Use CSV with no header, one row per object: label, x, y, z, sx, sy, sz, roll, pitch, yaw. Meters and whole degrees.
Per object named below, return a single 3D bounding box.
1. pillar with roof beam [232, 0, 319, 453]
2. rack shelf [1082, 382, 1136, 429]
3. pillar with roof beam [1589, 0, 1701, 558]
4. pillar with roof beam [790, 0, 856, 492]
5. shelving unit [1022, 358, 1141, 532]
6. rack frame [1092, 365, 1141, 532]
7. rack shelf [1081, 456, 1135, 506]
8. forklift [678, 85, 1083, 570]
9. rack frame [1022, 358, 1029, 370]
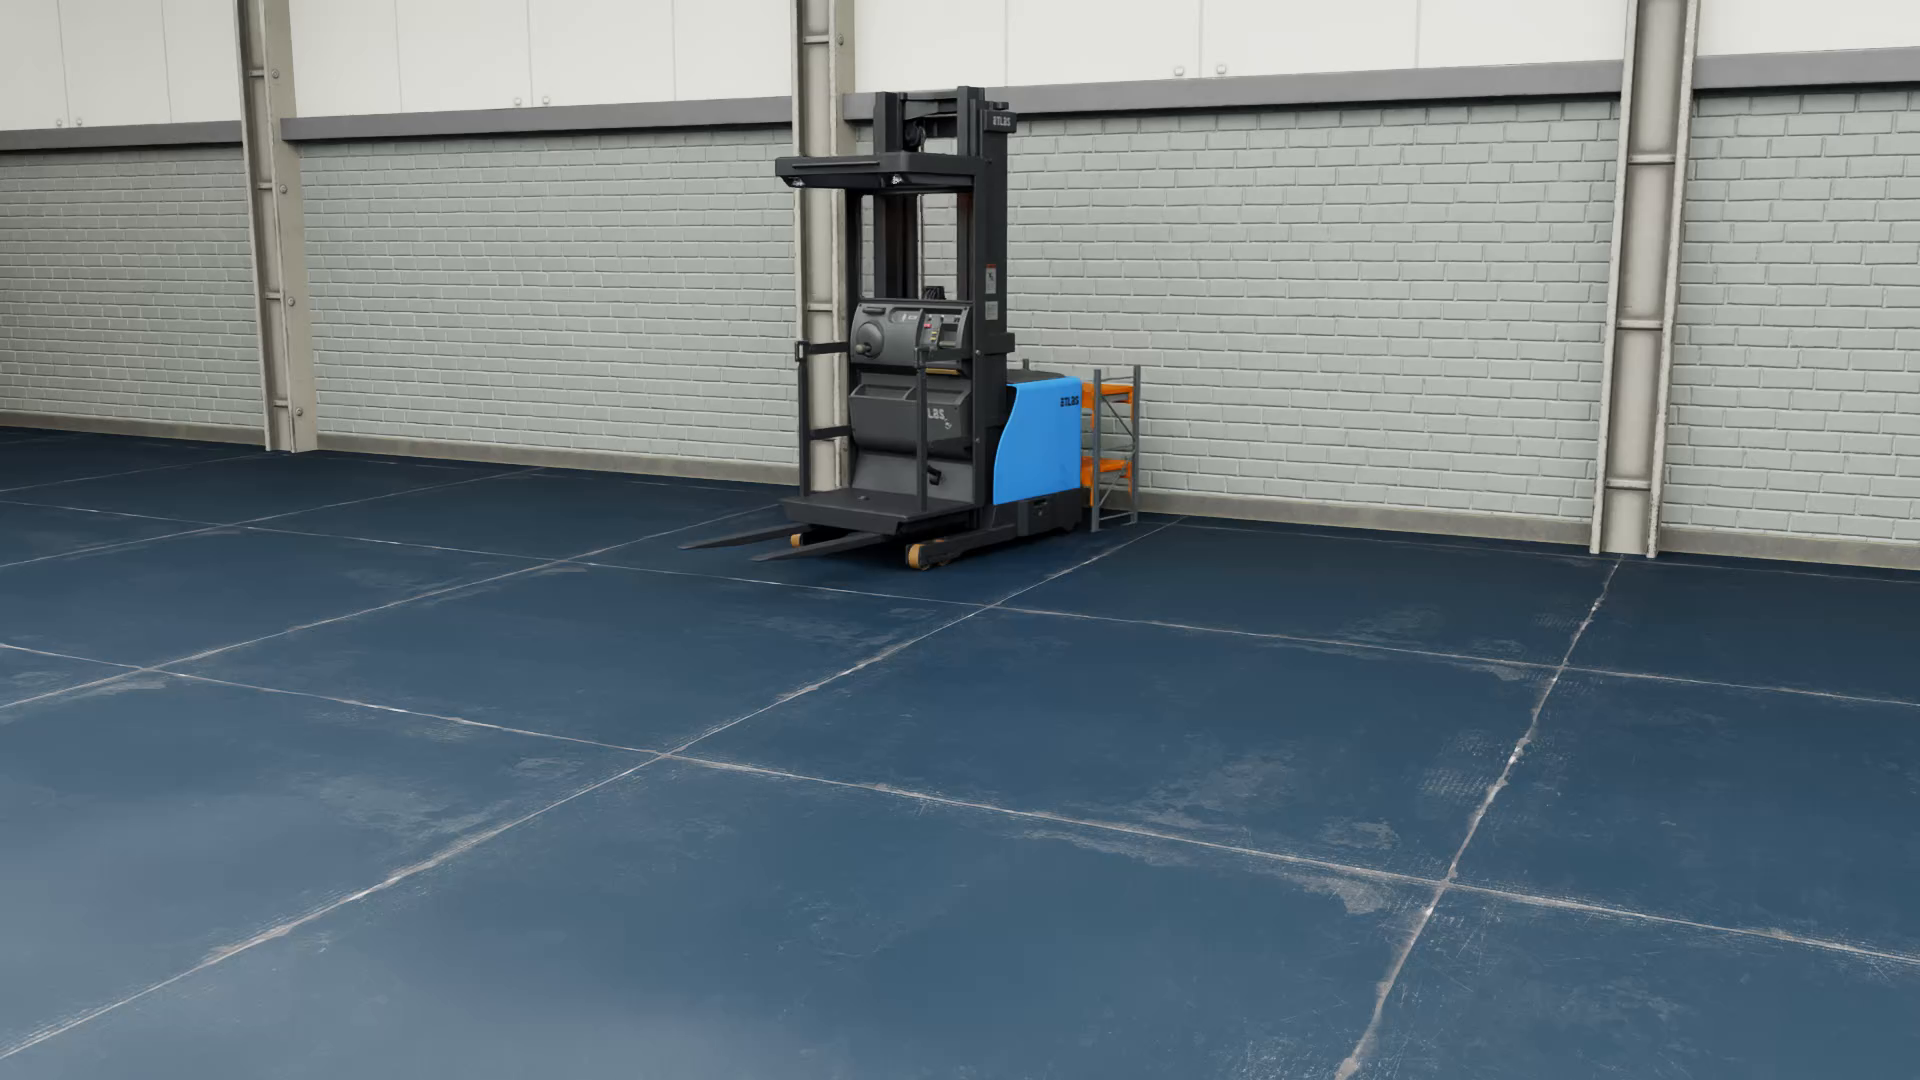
pillar with roof beam,-8.342,-4.612,11.446,0.400,9.000,9.100,5,11,26
rack shelf,0.716,-0.994,11.920,1.000,0.278,0.538,9,14,41
pillar with roof beam,2.419,-3.667,6.221,0.400,9.000,9.100,5,11,26
pillar with roof beam,-2.961,-4.139,8.833,0.400,9.000,9.100,5,11,26
shelving unit,0.716,-0.706,11.972,1.048,1.125,0.538,9,14,41
rack frame,1.094,-0.645,11.638,0.032,1.125,0.500,9,14,41
rack shelf,0.716,-0.465,12.016,1.000,0.278,0.538,9,14,41
forklift,-0.456,-1.356,10.492,1.130,2.935,3.031,8,13,38
rack frame,0.338,-0.767,12.307,0.032,1.125,0.500,9,14,41
